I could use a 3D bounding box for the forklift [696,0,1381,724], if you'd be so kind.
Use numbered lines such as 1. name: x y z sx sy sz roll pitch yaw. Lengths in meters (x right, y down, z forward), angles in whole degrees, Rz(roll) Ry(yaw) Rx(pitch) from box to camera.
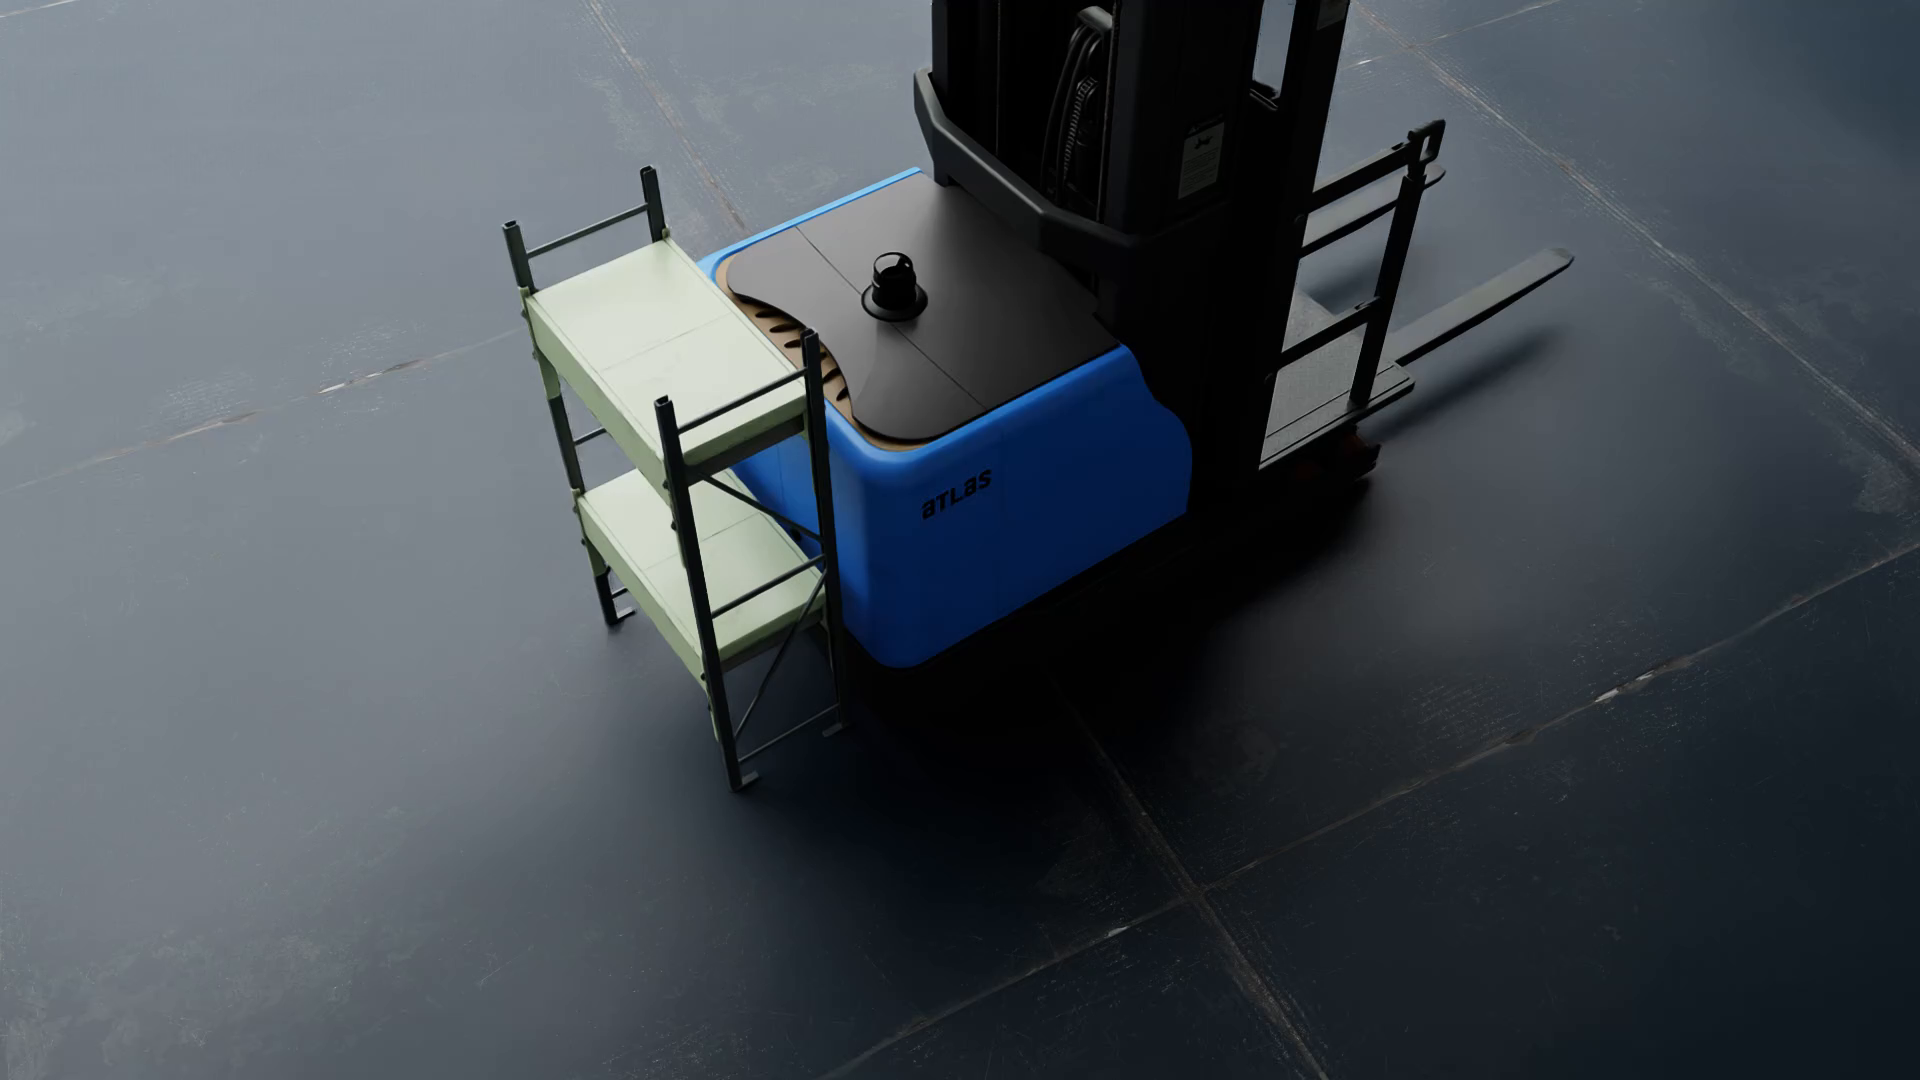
1. forklift: 0.735 -1.352 4.485 3.031 2.935 1.130 -29 55 -23

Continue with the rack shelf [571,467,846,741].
1. rack shelf: -0.693 0.109 4.591 0.431 0.370 0.720 -29 55 -23

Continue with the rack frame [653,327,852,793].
1. rack frame: -0.479 0.118 4.150 0.400 1.500 0.023 -29 55 -23

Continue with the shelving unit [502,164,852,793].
1. shelving unit: -0.694 -0.106 4.346 0.431 1.500 0.755 -29 55 -23

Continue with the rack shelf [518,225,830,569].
1. rack shelf: -0.694 -0.362 4.052 0.431 0.370 0.720 -29 55 -23

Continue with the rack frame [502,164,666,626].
1. rack frame: -0.908 -0.329 4.541 0.400 1.500 0.023 -29 55 -23
